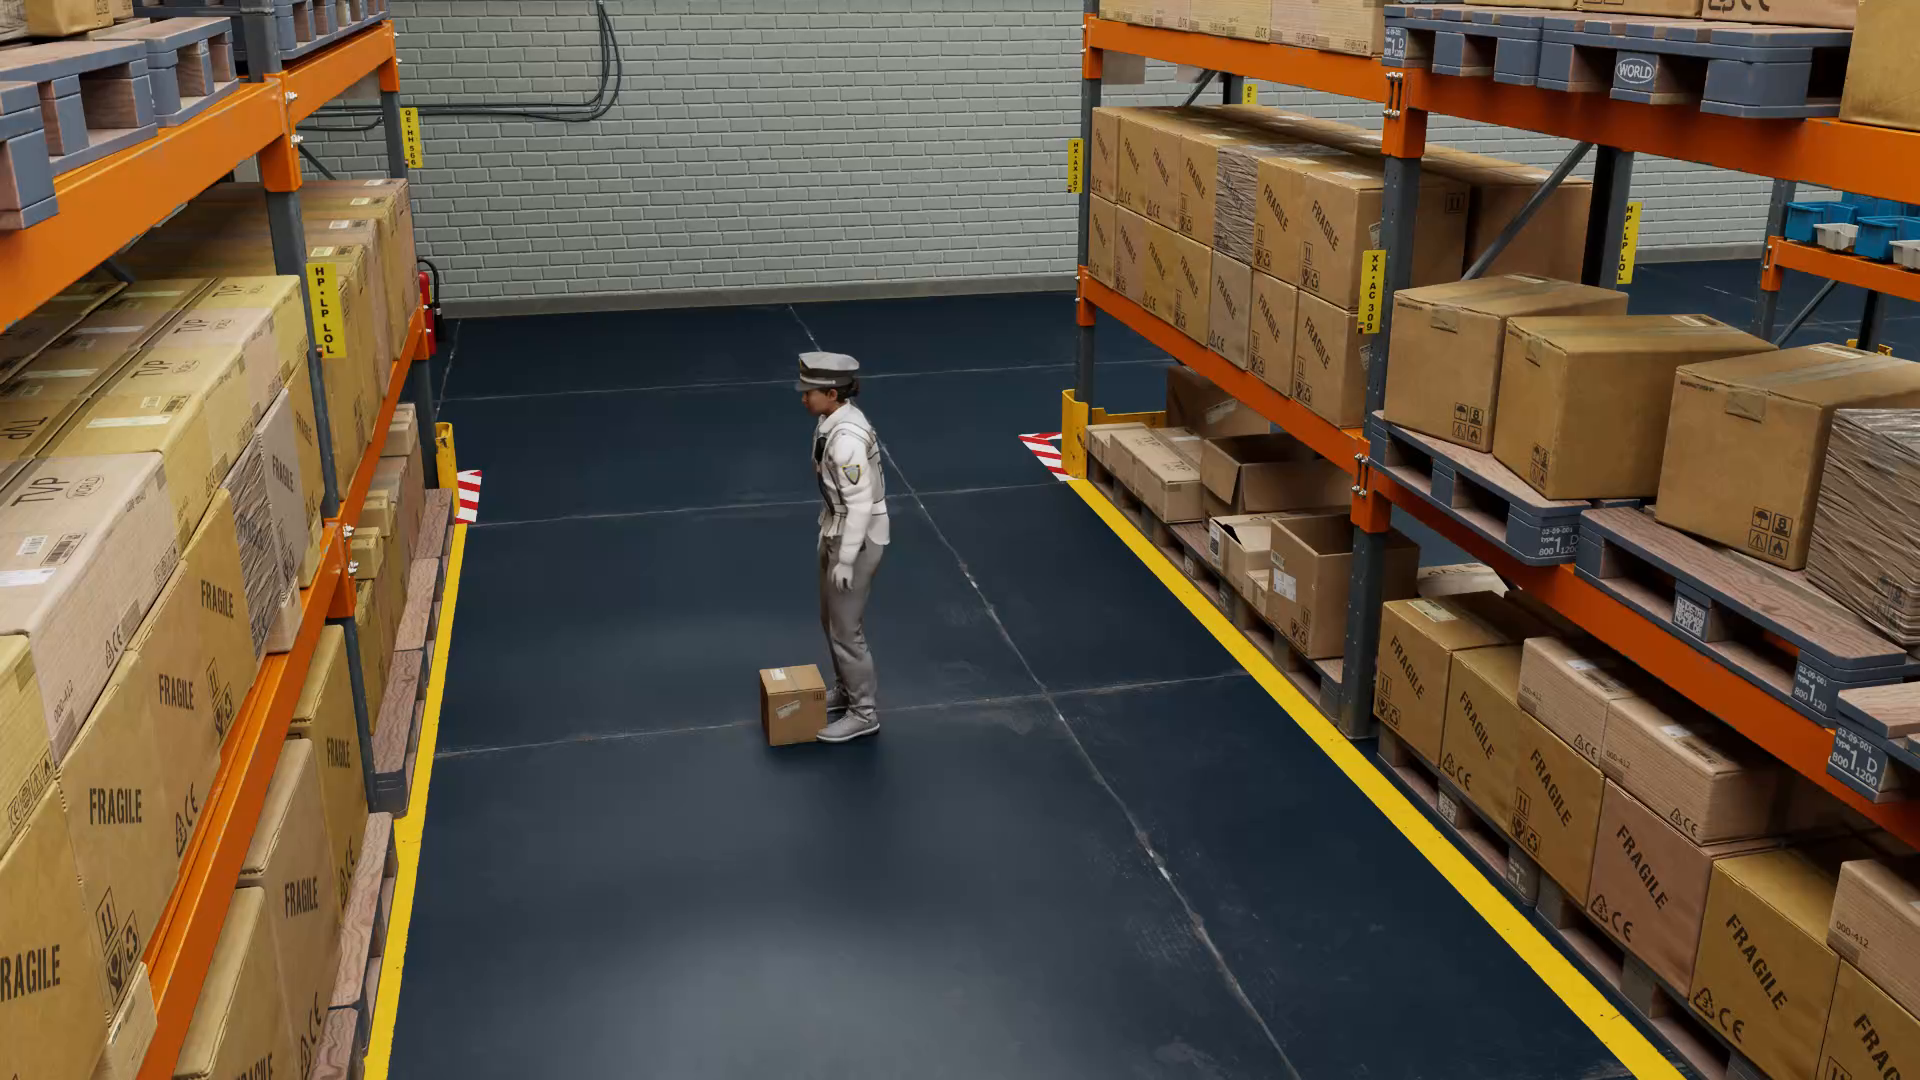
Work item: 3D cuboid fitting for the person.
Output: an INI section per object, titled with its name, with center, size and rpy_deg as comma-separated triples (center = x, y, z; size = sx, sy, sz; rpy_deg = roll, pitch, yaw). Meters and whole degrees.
[person]
center = -0.488, 0.023, 7.001
size = 0.372, 1.663, 0.529
rpy_deg = -4, 20, -12
